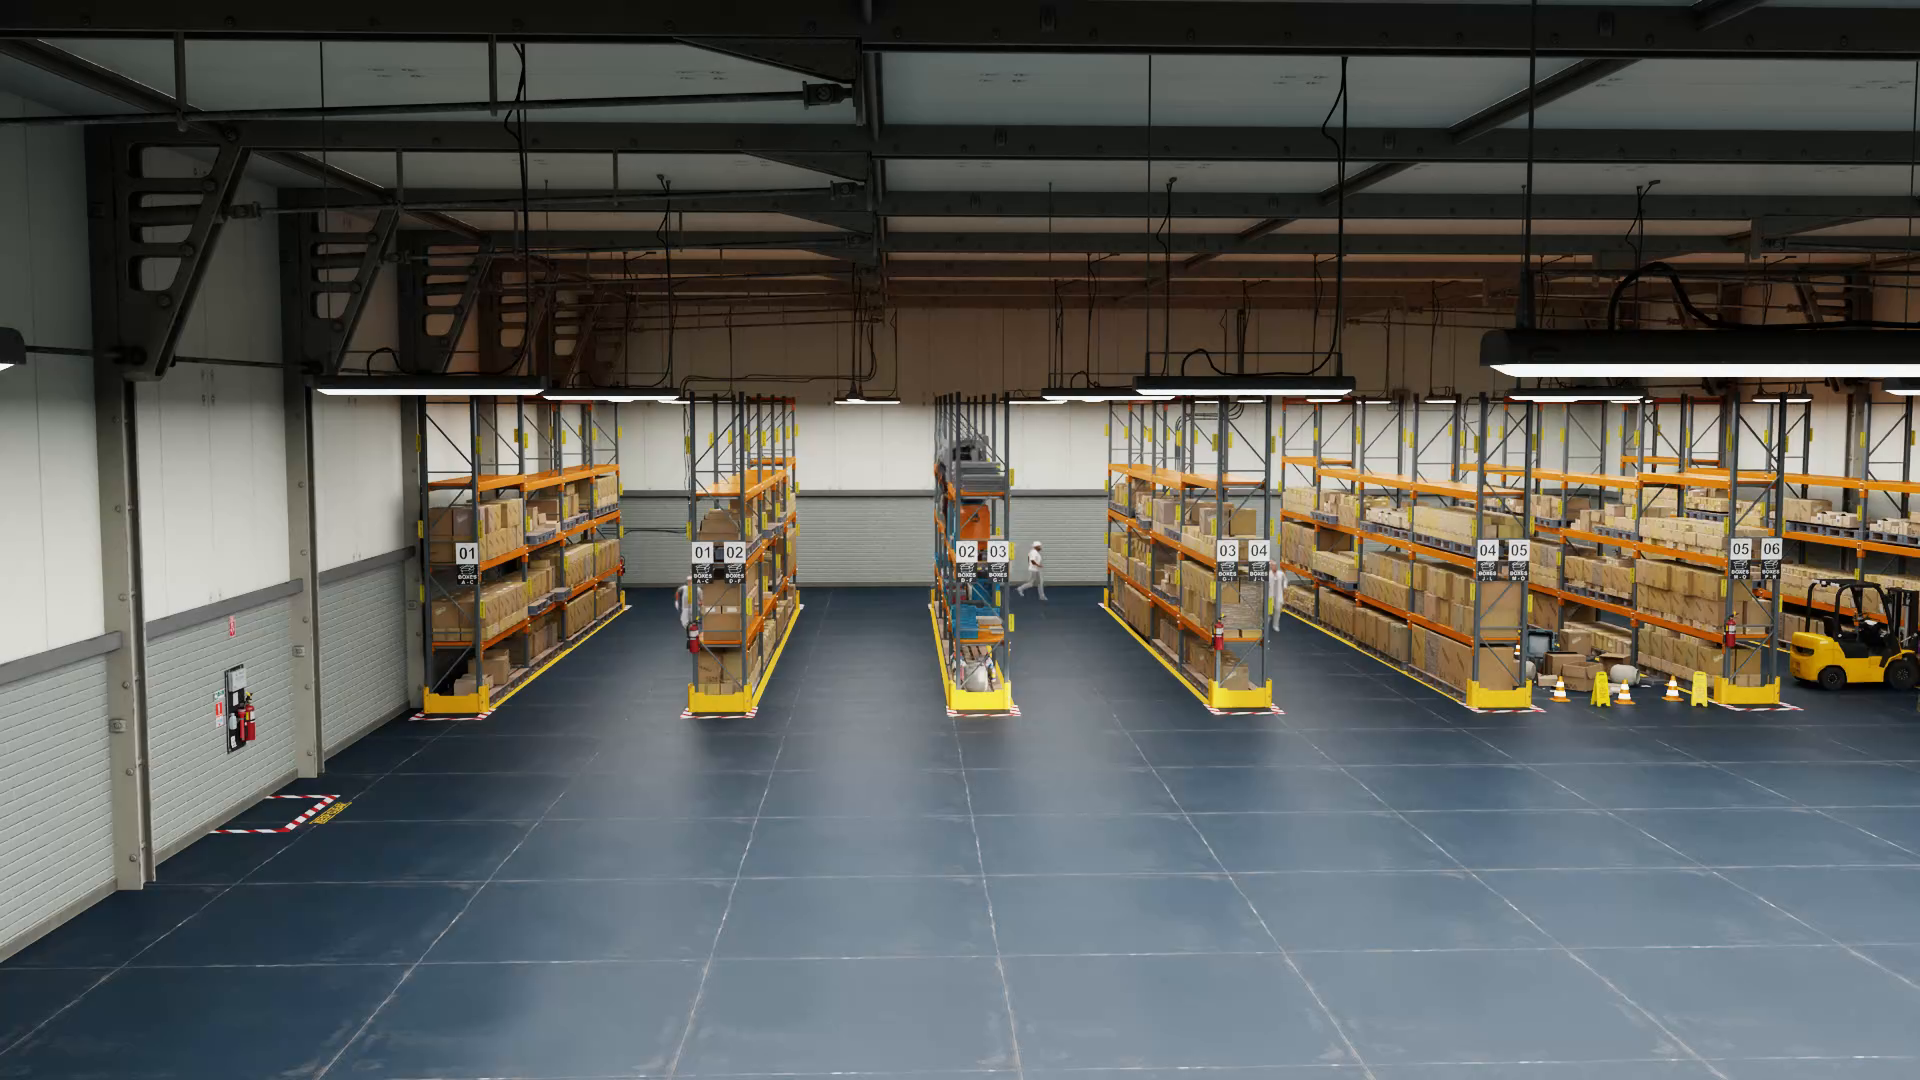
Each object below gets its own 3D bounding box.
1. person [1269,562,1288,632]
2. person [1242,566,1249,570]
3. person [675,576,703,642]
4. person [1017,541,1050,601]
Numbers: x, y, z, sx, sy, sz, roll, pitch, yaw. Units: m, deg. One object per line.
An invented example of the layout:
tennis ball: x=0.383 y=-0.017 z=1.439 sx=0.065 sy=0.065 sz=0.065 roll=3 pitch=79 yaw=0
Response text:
person: x=8.094 y=1.438 z=42.799 sx=0.720 sy=1.765 sz=0.956 roll=0 pitch=5 yaw=0
person: x=7.947 y=1.121 z=47.546 sx=0.730 sy=1.600 sz=0.736 roll=2 pitch=5 yaw=24
person: x=-6.401 y=1.694 z=39.283 sx=0.707 sy=1.727 sz=0.740 roll=0 pitch=5 yaw=-1
person: x=2.175 y=0.917 z=49.143 sx=0.986 sy=1.756 sz=0.725 roll=0 pitch=5 yaw=6
